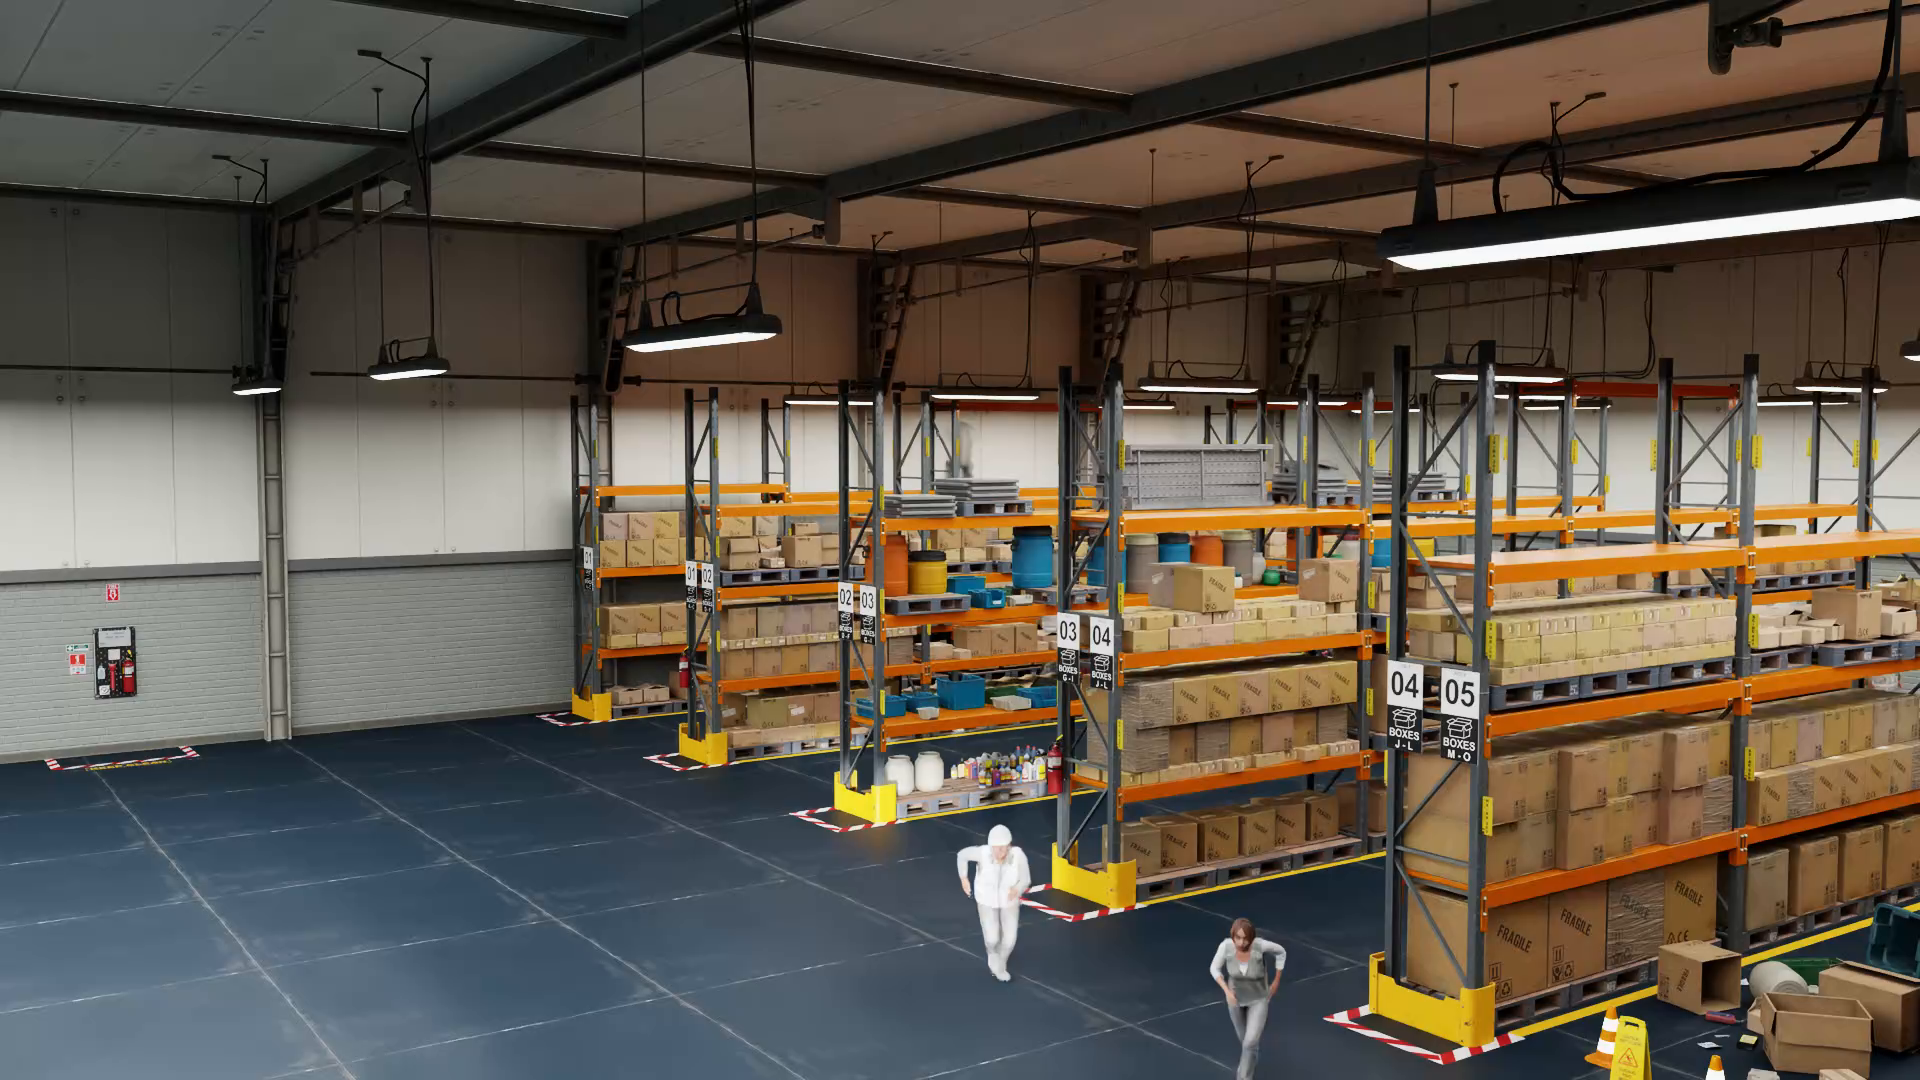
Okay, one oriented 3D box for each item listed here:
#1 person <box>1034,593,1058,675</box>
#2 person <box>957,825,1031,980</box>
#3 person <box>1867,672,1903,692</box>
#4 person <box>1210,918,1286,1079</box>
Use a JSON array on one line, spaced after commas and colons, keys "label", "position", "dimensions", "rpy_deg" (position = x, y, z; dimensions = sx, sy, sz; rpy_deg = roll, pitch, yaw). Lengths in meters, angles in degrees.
[{"label": "person", "position": [1.934, 1.911, 34.703], "dimensions": [0.683, 1.779, 0.849], "rpy_deg": [3, 5, 43]}, {"label": "person", "position": [0.321, 3.422, 15.651], "dimensions": [0.686, 1.600, 0.870], "rpy_deg": [0, 3, -2]}, {"label": "person", "position": [15.703, 2.589, 28.304], "dimensions": [0.698, 1.730, 0.892], "rpy_deg": [-3, 4, -37]}, {"label": "person", "position": [2.264, 3.637, 13.049], "dimensions": [0.578, 1.546, 0.919], "rpy_deg": [1, 4, 14]}]
